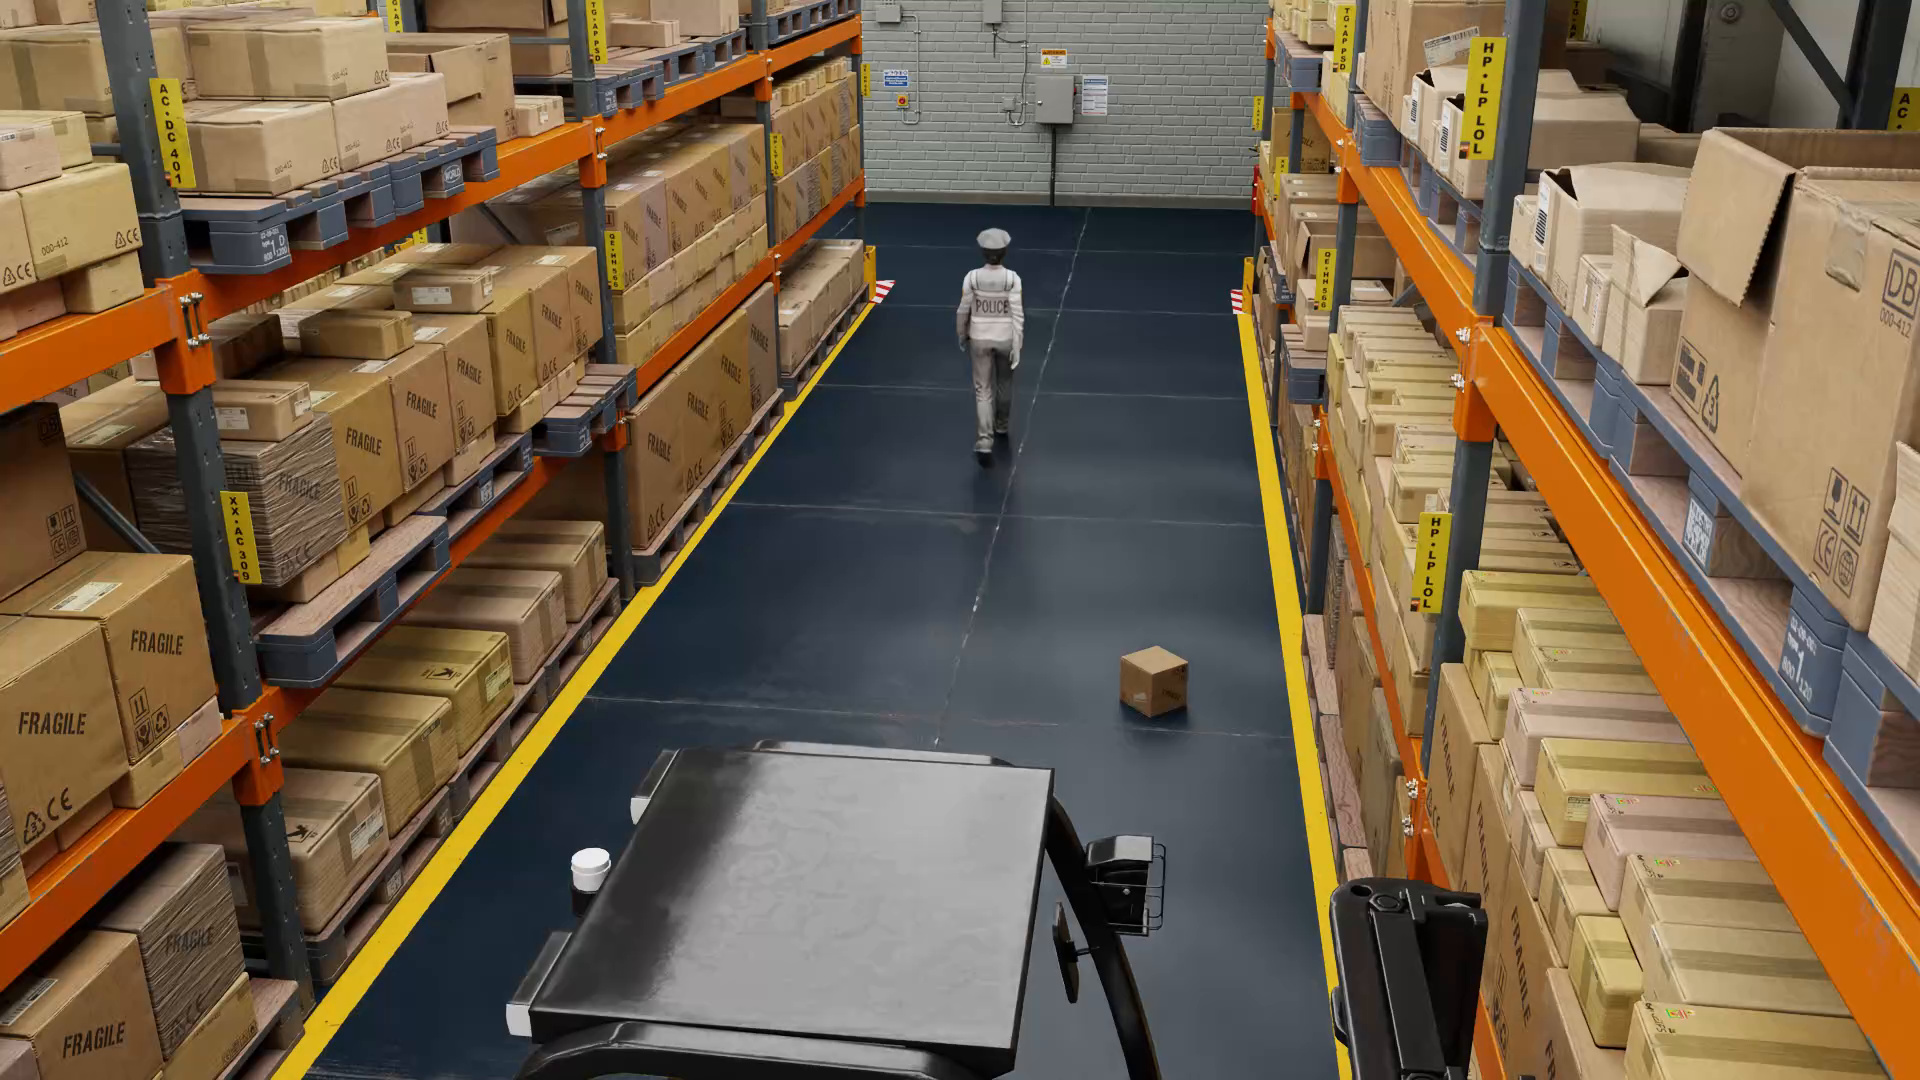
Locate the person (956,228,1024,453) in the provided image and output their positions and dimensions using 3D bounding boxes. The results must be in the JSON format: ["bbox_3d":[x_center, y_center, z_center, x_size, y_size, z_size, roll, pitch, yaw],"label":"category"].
[{"bbox_3d":[0.221,-1.502,12.398,0.495,1.631,1.016,-1,21,-2],"label":"person"}]
